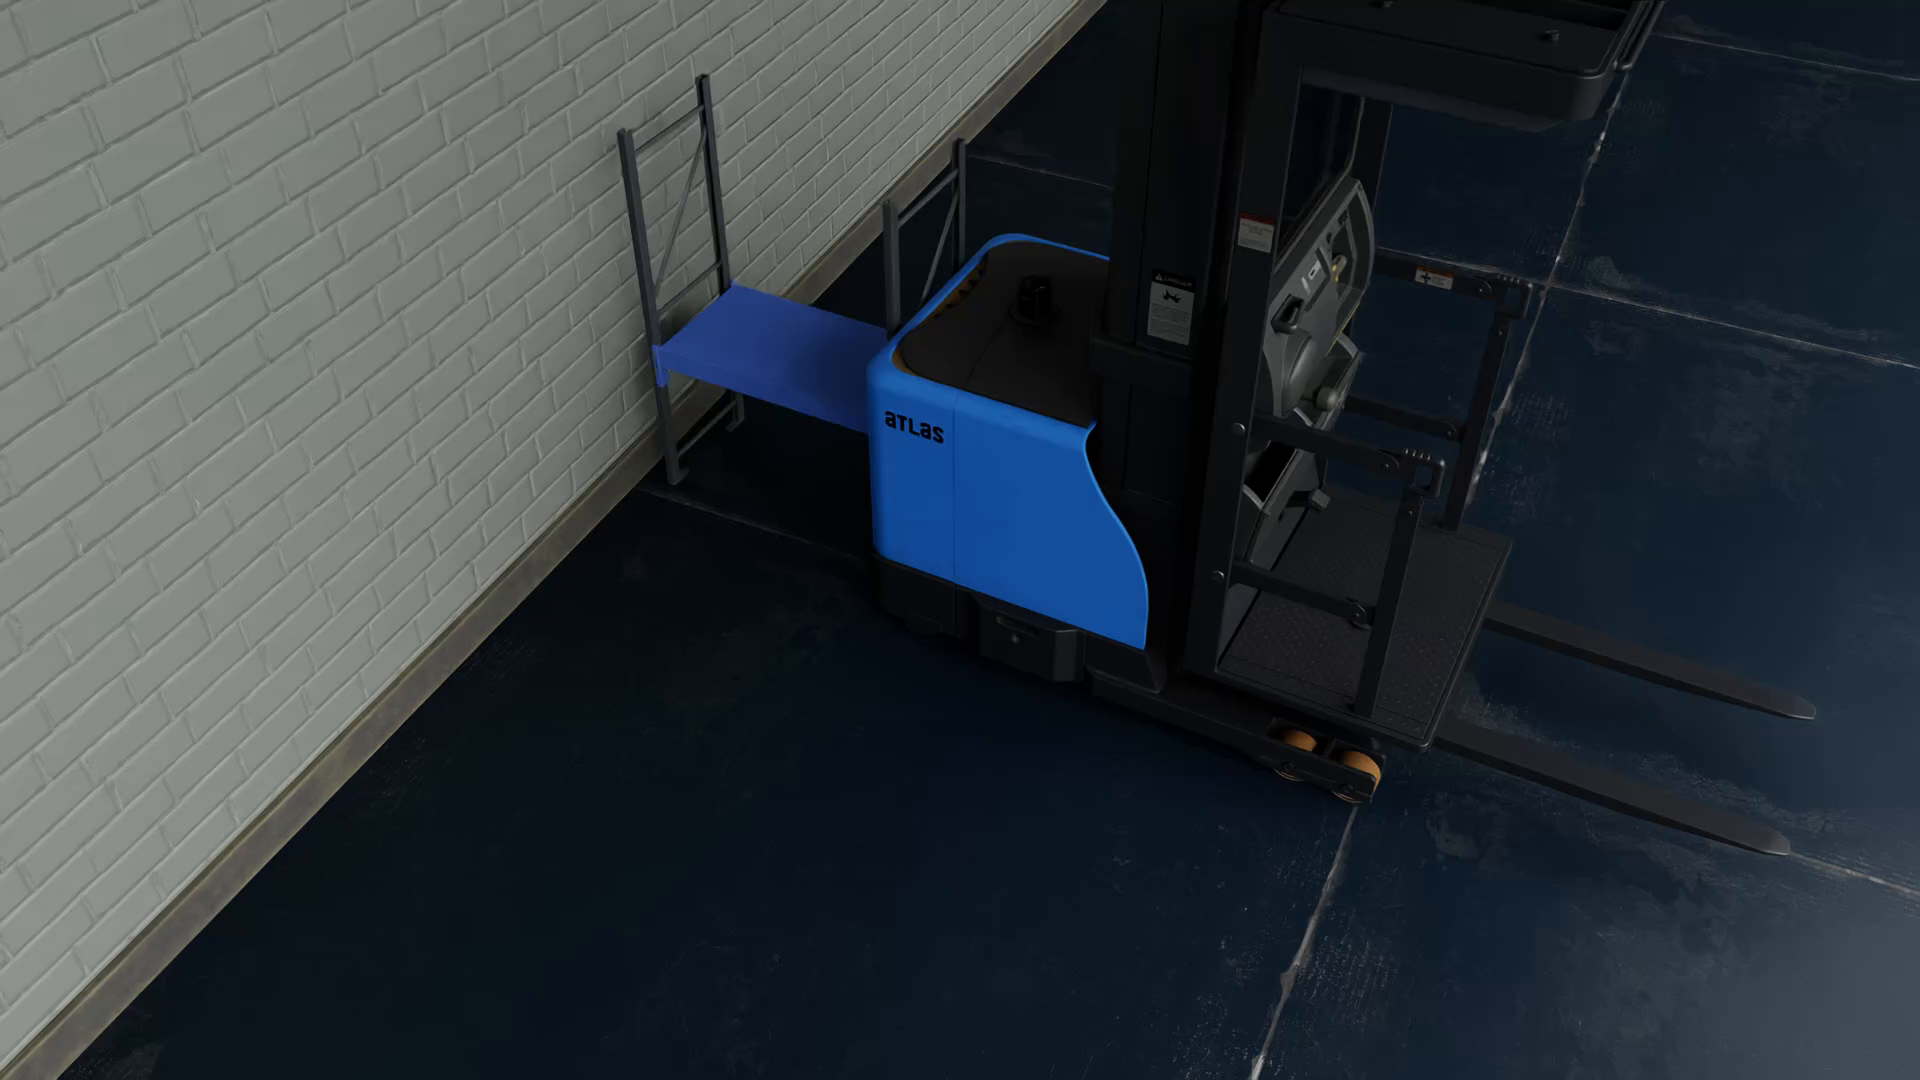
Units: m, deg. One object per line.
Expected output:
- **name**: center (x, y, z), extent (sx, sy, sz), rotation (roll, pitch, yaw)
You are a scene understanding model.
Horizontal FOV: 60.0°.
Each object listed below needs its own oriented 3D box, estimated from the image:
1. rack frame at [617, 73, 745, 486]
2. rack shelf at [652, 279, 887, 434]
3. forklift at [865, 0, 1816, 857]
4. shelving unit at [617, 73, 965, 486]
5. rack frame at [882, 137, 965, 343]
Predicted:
- **rack frame**: center (-1.011, -0.927, 6.174), extent (0.032, 1.500, 0.500), rotation (19, 44, 21)
- **rack shelf**: center (-0.561, -0.636, 6.113), extent (1.000, 0.185, 0.538), rotation (19, 44, 21)
- **forklift**: center (1.230, -0.674, 4.790), extent (3.031, 2.935, 1.130), rotation (19, 44, 21)
- **shelving unit**: center (-0.561, -0.772, 5.995), extent (1.048, 1.500, 0.538), rotation (19, 44, 21)
- **rack frame**: center (-0.112, -0.617, 5.816), extent (0.032, 1.500, 0.500), rotation (19, 44, 21)
